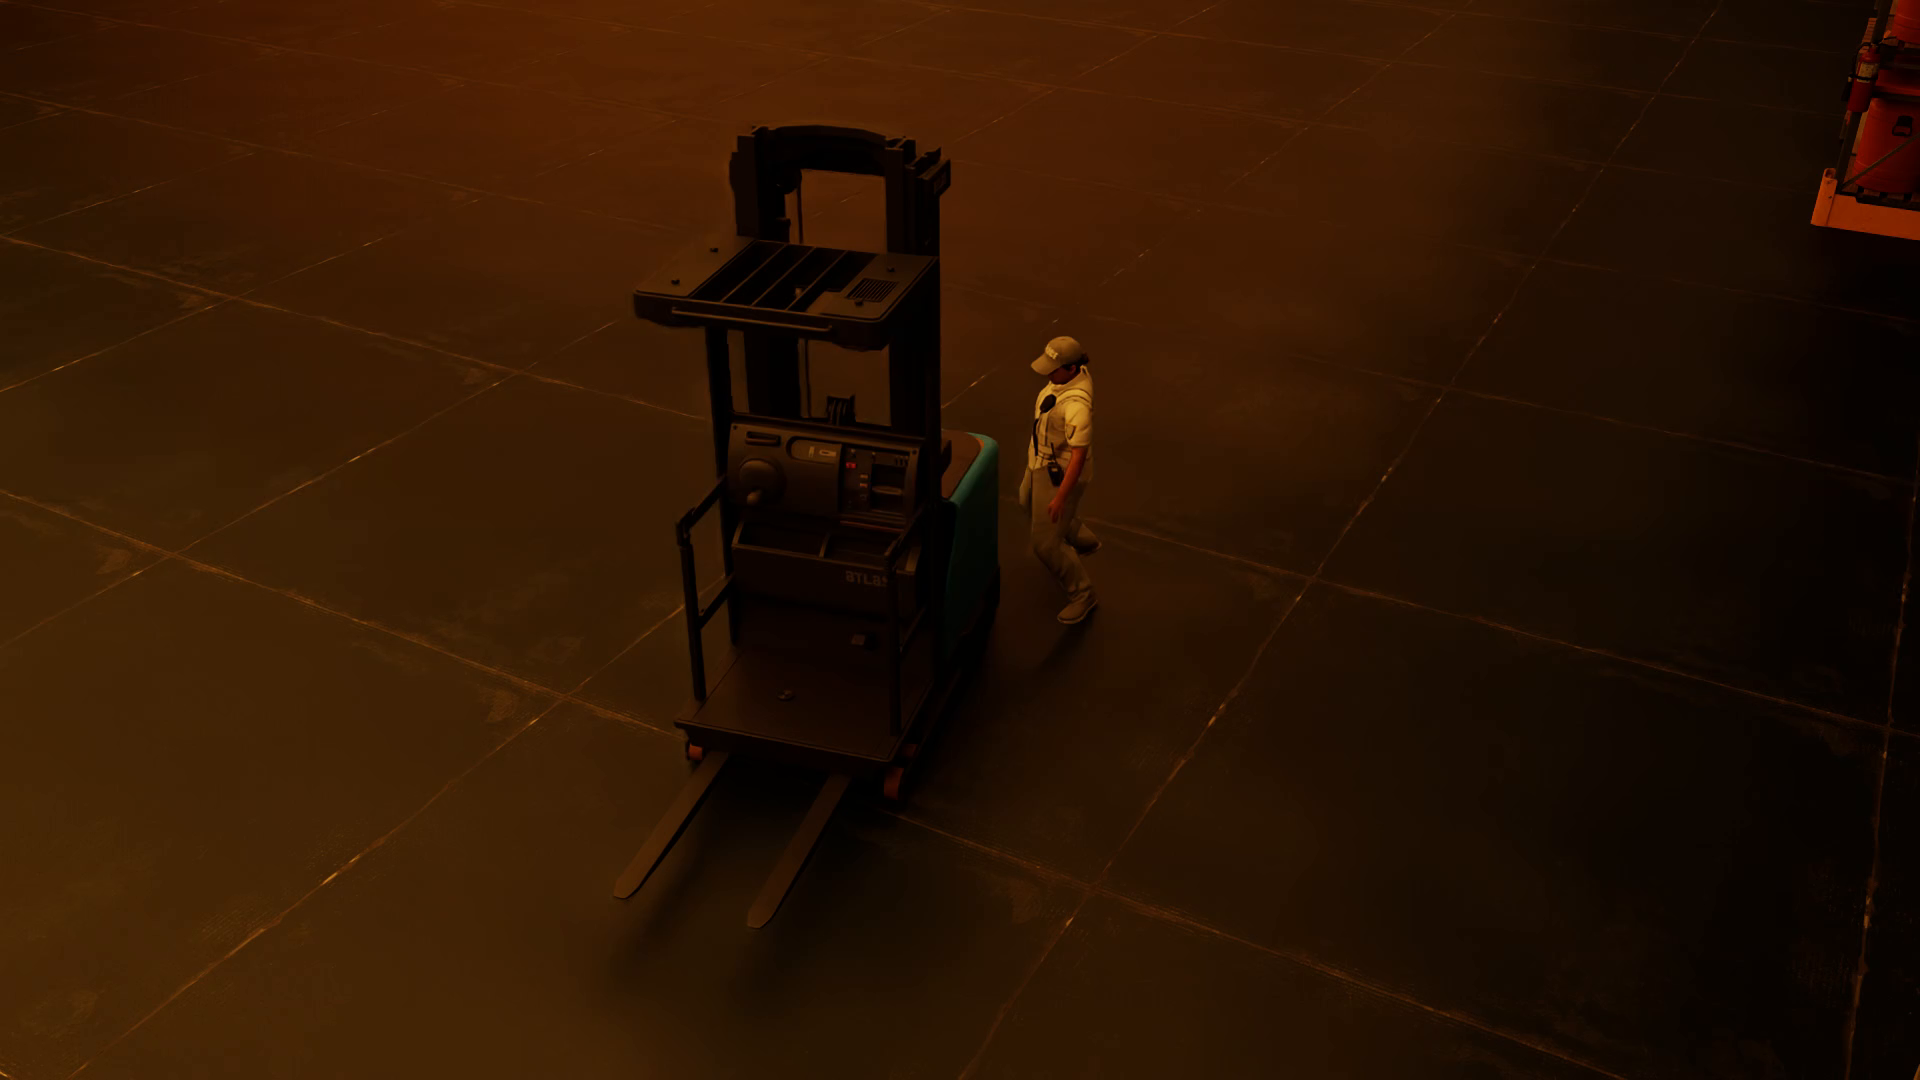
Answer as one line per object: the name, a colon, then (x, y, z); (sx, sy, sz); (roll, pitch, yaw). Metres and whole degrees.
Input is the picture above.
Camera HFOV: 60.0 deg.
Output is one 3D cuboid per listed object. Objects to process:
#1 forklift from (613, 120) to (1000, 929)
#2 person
forklift: (-0.696, -0.258, 7.518); (1.130, 2.935, 3.031); (9, 31, 15)
person: (0.576, -0.422, 9.169); (0.484, 1.587, 0.834); (1, 30, 2)
